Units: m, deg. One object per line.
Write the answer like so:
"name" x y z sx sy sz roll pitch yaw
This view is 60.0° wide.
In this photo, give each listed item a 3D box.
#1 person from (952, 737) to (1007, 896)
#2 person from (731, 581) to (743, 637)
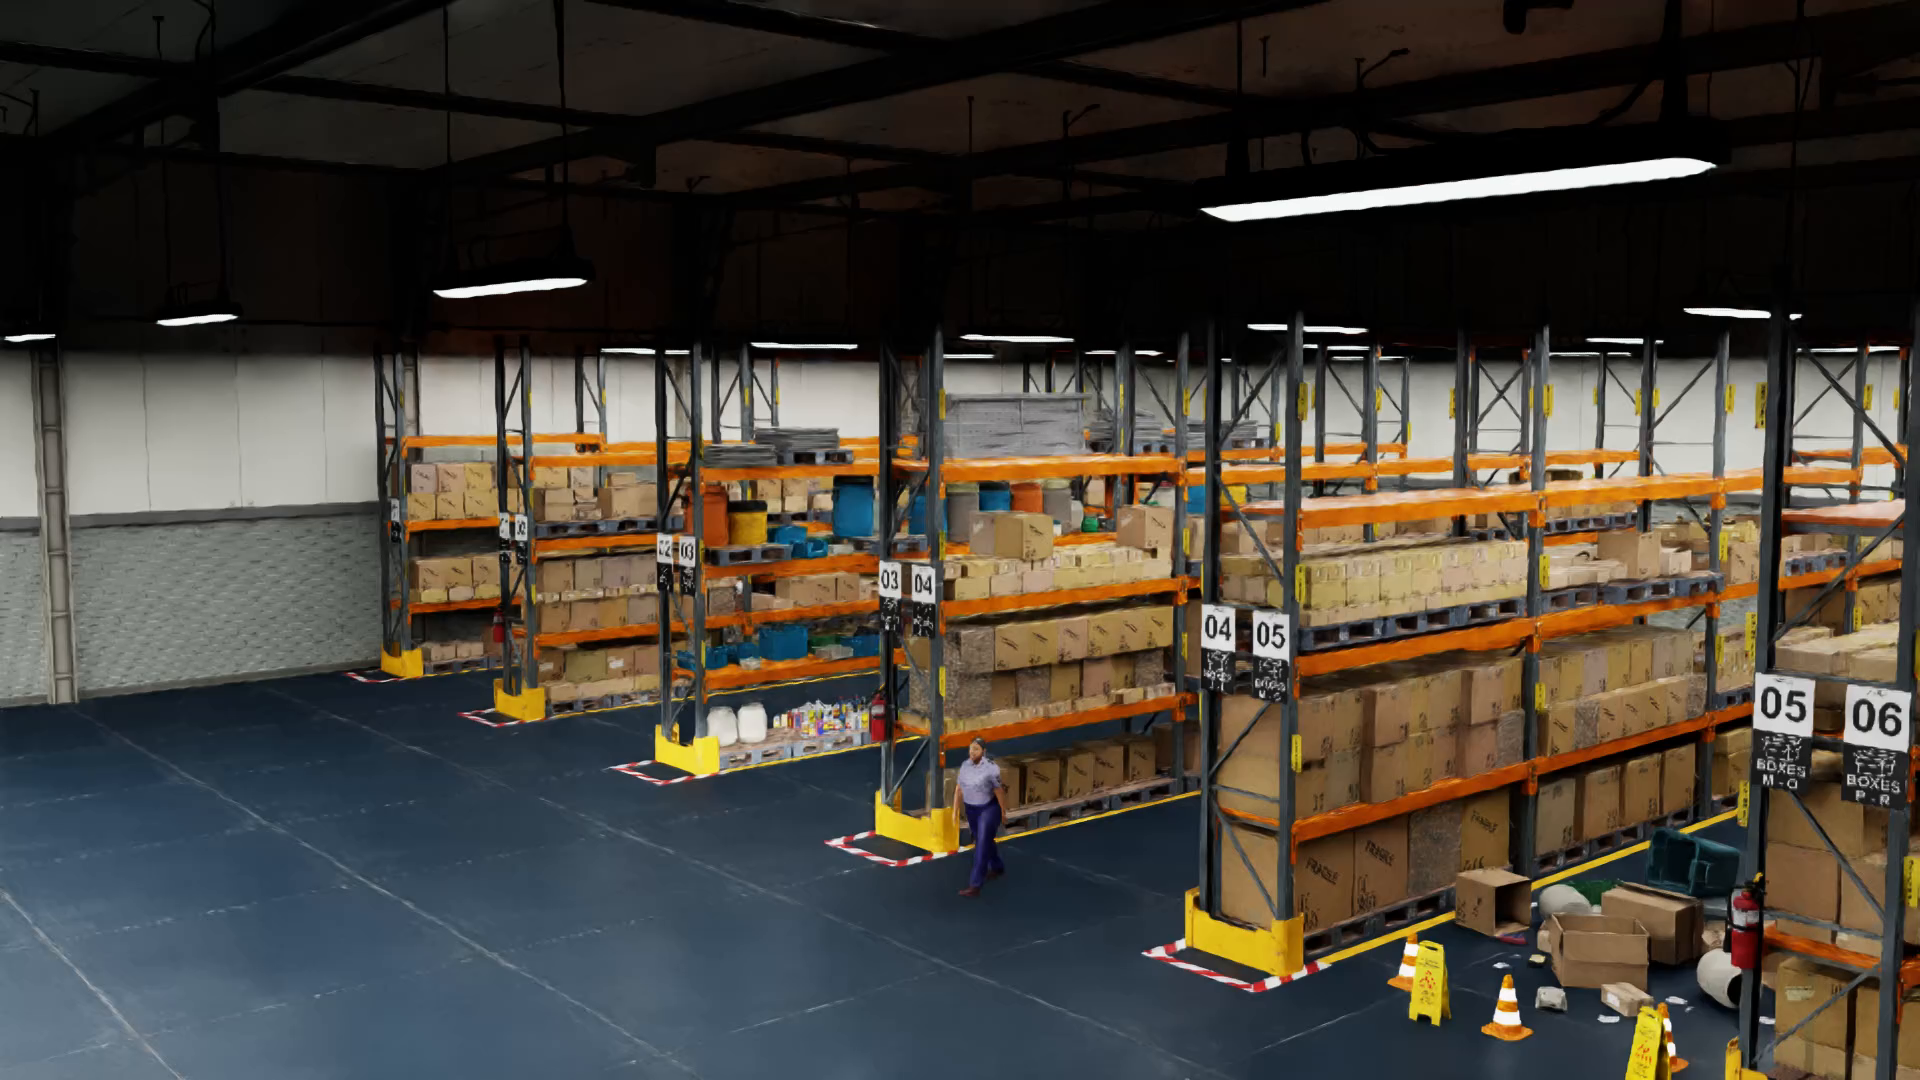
"person" 0.196 2.804 17.161 0.477 1.581 0.999 4 7 40
"person" -4.412 1.365 32.936 0.656 1.597 0.818 3 6 33
